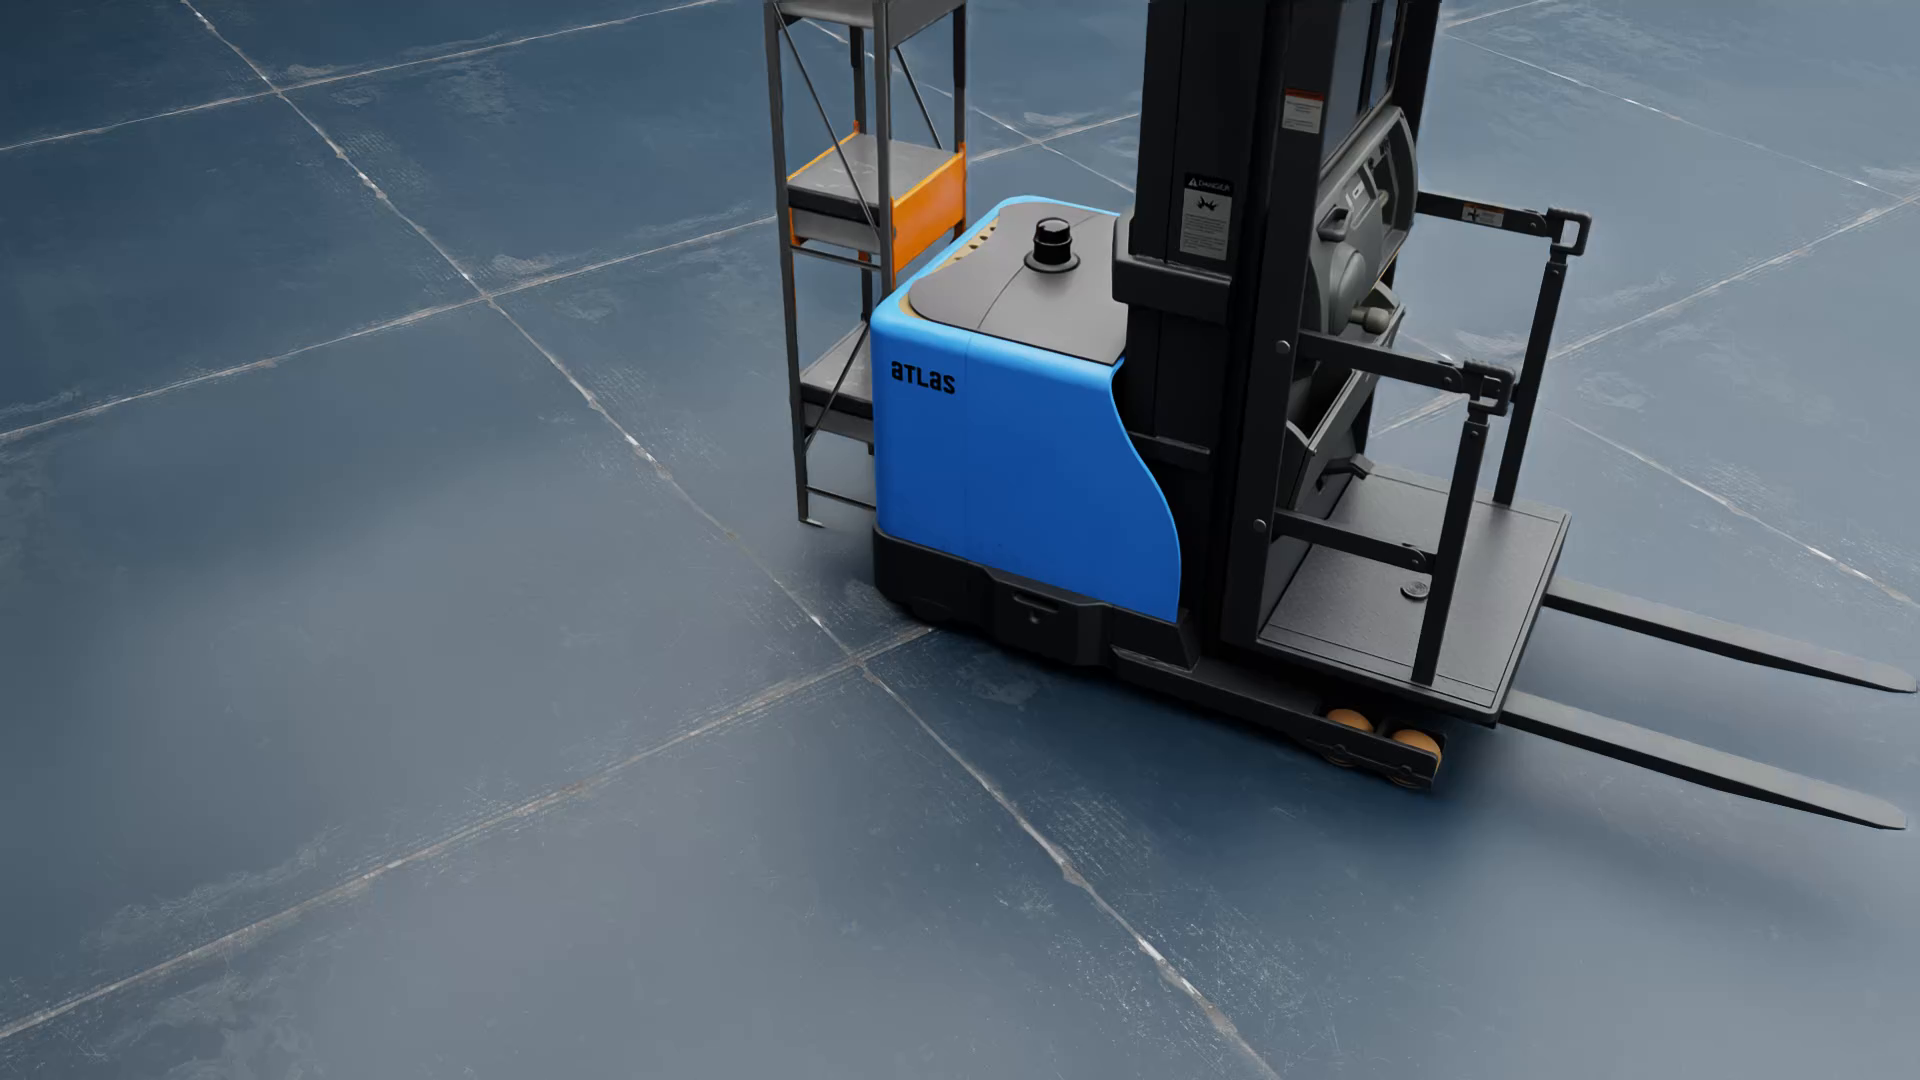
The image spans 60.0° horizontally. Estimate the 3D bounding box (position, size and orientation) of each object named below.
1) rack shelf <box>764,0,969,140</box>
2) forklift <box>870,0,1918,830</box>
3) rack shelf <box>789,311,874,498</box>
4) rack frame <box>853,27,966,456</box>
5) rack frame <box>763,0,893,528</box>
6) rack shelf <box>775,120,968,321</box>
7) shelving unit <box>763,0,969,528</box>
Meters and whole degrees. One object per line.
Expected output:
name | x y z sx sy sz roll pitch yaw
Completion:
rack shelf | -0.274 -1.553 4.935 0.431 0.518 0.480 17 39 22
forklift | 1.269 -0.836 4.402 3.031 2.935 1.130 17 39 22
rack shelf | -0.274 -0.416 5.753 0.431 0.518 0.480 17 39 22
rack frame | -0.161 -1.122 5.512 0.400 2.100 0.015 17 39 22
rack frame | -0.386 -0.869 5.160 0.400 2.100 0.015 17 39 22
rack shelf | -0.274 -0.985 5.344 0.431 0.518 0.480 17 39 22
shelving unit | -0.274 -0.996 5.336 0.431 2.100 0.503 17 39 22
